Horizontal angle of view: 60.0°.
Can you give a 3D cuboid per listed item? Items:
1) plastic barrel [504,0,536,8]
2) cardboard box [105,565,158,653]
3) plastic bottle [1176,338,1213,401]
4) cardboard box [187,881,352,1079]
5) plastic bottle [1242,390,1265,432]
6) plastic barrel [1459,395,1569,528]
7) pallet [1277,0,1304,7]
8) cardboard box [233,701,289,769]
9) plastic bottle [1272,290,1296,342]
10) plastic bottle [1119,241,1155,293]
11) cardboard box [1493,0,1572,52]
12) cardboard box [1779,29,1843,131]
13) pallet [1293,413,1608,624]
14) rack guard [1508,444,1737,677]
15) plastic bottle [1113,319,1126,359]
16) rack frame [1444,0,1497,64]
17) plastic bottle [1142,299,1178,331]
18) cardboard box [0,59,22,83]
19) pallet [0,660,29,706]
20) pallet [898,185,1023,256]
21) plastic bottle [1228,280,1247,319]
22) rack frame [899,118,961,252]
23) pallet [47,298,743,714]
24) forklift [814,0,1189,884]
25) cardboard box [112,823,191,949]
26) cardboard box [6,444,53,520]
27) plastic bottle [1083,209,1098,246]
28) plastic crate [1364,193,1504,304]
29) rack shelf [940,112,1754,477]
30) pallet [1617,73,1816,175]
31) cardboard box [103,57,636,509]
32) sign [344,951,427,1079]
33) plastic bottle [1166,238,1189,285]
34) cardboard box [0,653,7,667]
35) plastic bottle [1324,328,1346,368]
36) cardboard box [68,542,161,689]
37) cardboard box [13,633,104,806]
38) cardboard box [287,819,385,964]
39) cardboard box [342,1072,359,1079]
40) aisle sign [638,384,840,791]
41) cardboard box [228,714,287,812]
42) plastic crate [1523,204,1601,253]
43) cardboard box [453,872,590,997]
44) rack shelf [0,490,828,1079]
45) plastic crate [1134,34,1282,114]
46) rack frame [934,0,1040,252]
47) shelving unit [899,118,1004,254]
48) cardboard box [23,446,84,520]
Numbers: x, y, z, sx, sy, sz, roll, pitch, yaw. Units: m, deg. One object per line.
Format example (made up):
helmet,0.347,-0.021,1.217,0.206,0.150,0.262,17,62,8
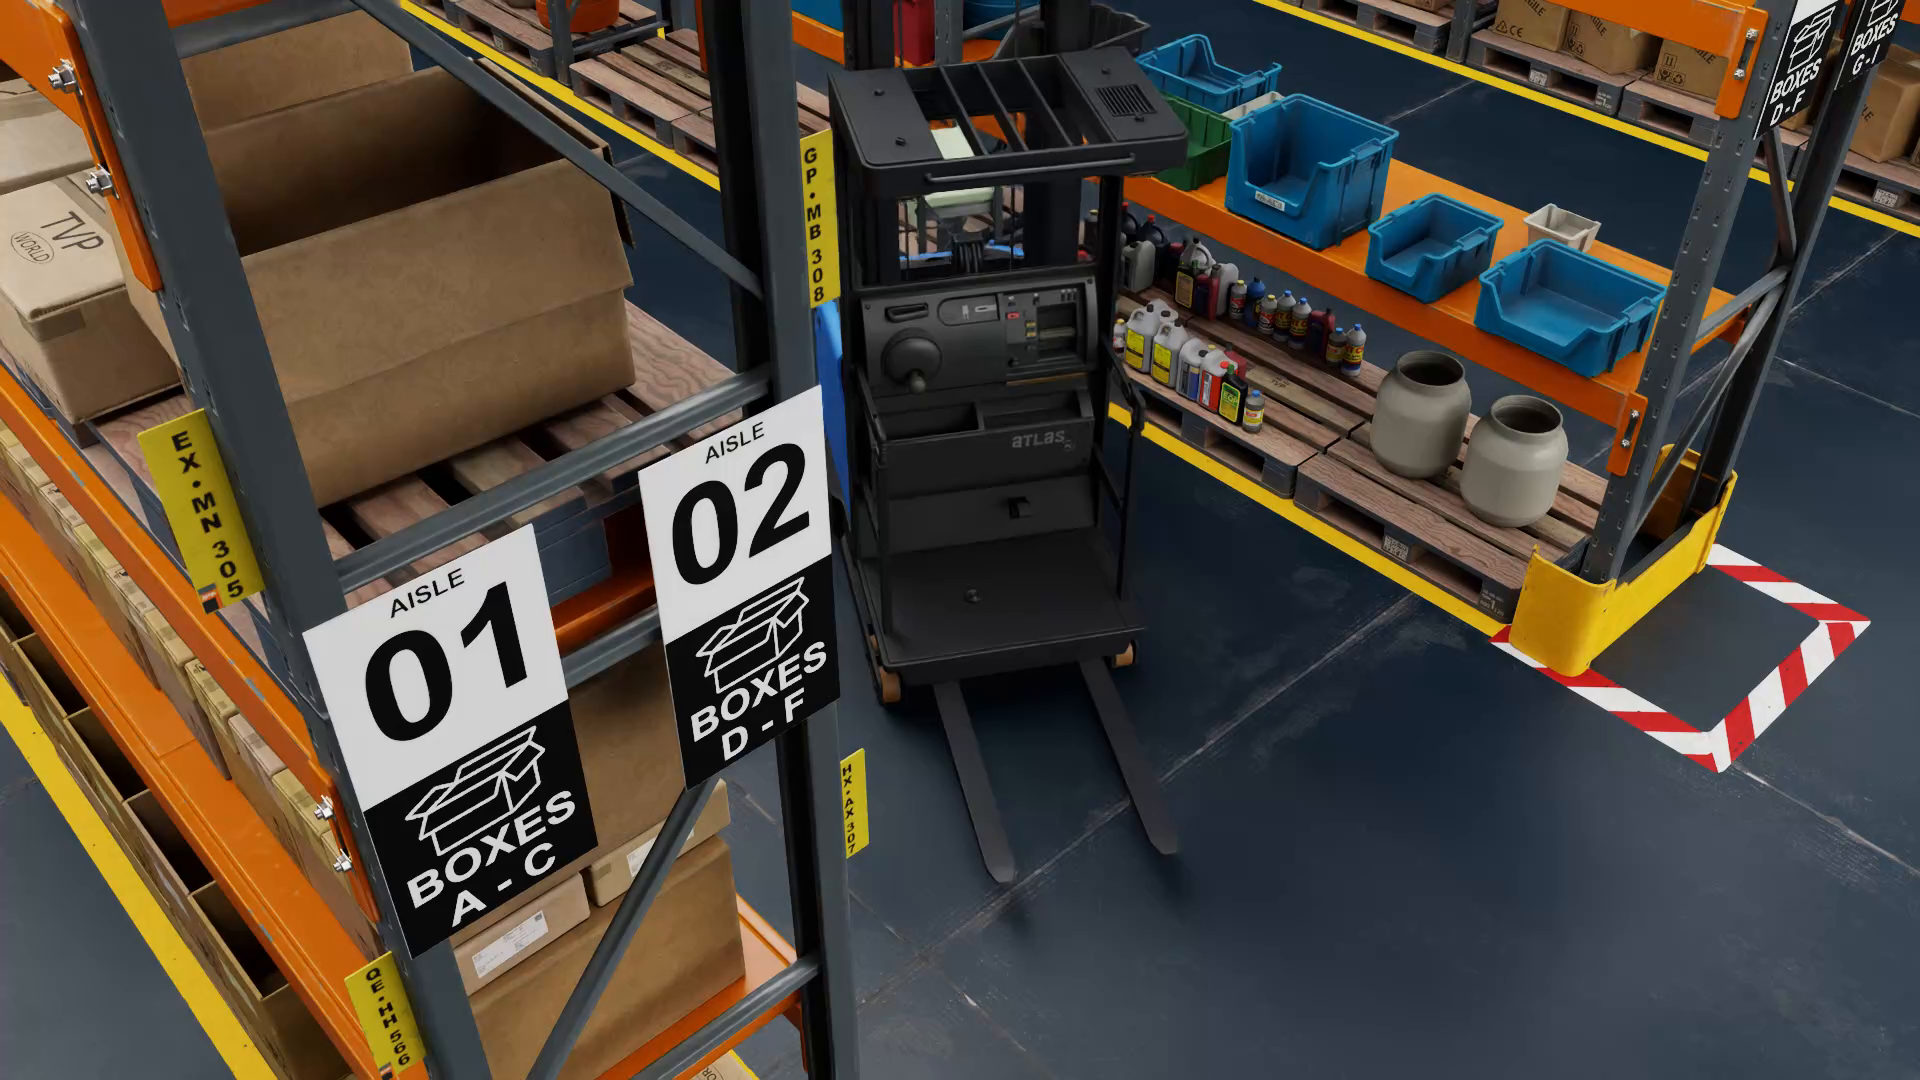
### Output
plastic barrel,-3.219,-4.224,12.239,0.421,0.512,0.421,0,39,0
cardboard box,-2.118,0.116,4.624,0.380,0.149,0.250,-31,48,-32
plastic bottle,1.173,-0.851,8.234,0.152,0.276,0.135,-31,48,-33
cardboard box,-1.938,1.256,5.065,0.500,0.500,0.500,-30,48,-32
plastic bottle,1.418,-0.630,8.019,0.097,0.201,0.097,0,39,0
plastic barrel,2.481,-0.351,7.443,0.421,0.512,0.421,0,39,0
pallet,2.569,-4.679,13.376,1.003,0.211,1.213,-30,48,-32
cardboard box,-1.370,0.189,4.017,0.700,0.500,0.500,-31,48,-33
plastic bottle,1.686,-1.170,8.632,0.097,0.271,0.097,0,39,0
plastic bottle,0.963,-1.507,9.047,0.152,0.276,0.135,-30,48,-32
cardboard box,4.167,-3.828,11.758,0.500,0.500,0.500,-32,48,-33
cardboard box,5.382,-3.035,10.776,0.500,0.500,0.500,-25,45,-28
pallet,2.351,-0.192,7.820,1.003,0.211,1.213,-30,48,-32
rack guard,2.897,0.074,7.261,1.175,0.500,0.348,-30,48,-32
plastic bottle,0.819,-1.039,8.526,0.097,0.201,0.097,0,39,0
rack frame,3.926,-4.840,11.355,1.000,3.000,0.127,-30,48,-32
plastic bottle,1.025,-1.087,8.526,0.152,0.276,0.135,-30,48,-32
cardboard box,-2.353,-1.241,3.984,0.797,0.503,0.637,-25,45,-27
pallet,-3.901,0.129,7.423,1.003,0.211,1.213,-30,48,-32
pallet,-0.282,-1.997,10.055,1.003,0.211,1.213,-30,48,-32
plastic bottle,1.480,-1.284,8.829,0.097,0.201,0.097,0,39,0
rack frame,-0.192,-1.598,8.535,0.400,1.500,0.023,-10,40,-12
pallet,-1.128,-0.251,3.357,1.003,0.211,1.213,-30,48,-32
forklift,0.131,-0.725,6.315,1.130,2.935,3.031,-8,40,-10
cardboard box,-2.615,1.085,5.873,0.500,0.250,0.500,-30,48,-32
cardboard box,-2.643,-0.244,5.069,0.380,0.149,0.250,-32,49,-33
plastic bottle,0.752,-1.782,9.446,0.097,0.201,0.097,0,39,0
plastic crate,1.989,-1.233,7.008,0.499,0.251,0.408,-30,48,-32
rack shelf,1.630,-1.529,7.829,1.077,0.370,4.000,-30,48,-32
pallet,5.235,-2.894,11.165,1.003,0.211,1.213,-30,48,-32
cardboard box,-1.054,-0.473,3.033,0.797,0.503,0.637,-27,46,-29
sign,-1.078,0.901,3.137,0.100,0.325,0.005,-30,48,-32
plastic bottle,1.196,-1.527,9.065,0.061,0.283,0.133,-27,46,-29
cardboard box,-3.868,0.206,6.962,0.500,0.250,0.500,-30,48,-32
plastic bottle,1.916,-0.986,8.460,0.097,0.201,0.097,0,39,0
cardboard box,-2.371,0.007,5.274,0.700,0.500,0.500,-29,47,-31
cardboard box,-2.947,0.559,5.928,0.500,0.500,0.500,-30,48,-32
cardboard box,-1.334,0.718,4.394,0.700,0.500,0.500,-29,47,-31
cardboard box,-1.596,1.777,5.017,0.500,0.250,0.500,-30,48,-32
aisle sign,-0.398,0.108,3.159,0.394,0.787,0.004,-30,48,-32
cardboard box,-1.587,0.476,4.177,0.380,0.149,0.250,-29,47,-31
plastic crate,2.614,-1.332,7.222,0.298,0.136,0.250,-30,48,-32
cardboard box,-1.067,0.832,3.736,0.380,0.149,0.250,-31,48,-32
rack shelf,-2.021,0.574,5.225,1.077,0.370,4.000,-30,48,-32
plastic crate,1.226,-2.280,8.304,0.499,0.251,0.616,-30,48,-32
rack frame,0.277,-2.735,8.749,1.000,3.000,0.127,-30,48,-32
shelving unit,-0.096,-1.376,8.260,0.431,1.500,0.755,-10,40,-12
cardboard box,-2.388,-0.507,4.879,0.700,0.500,0.500,-30,48,-32
